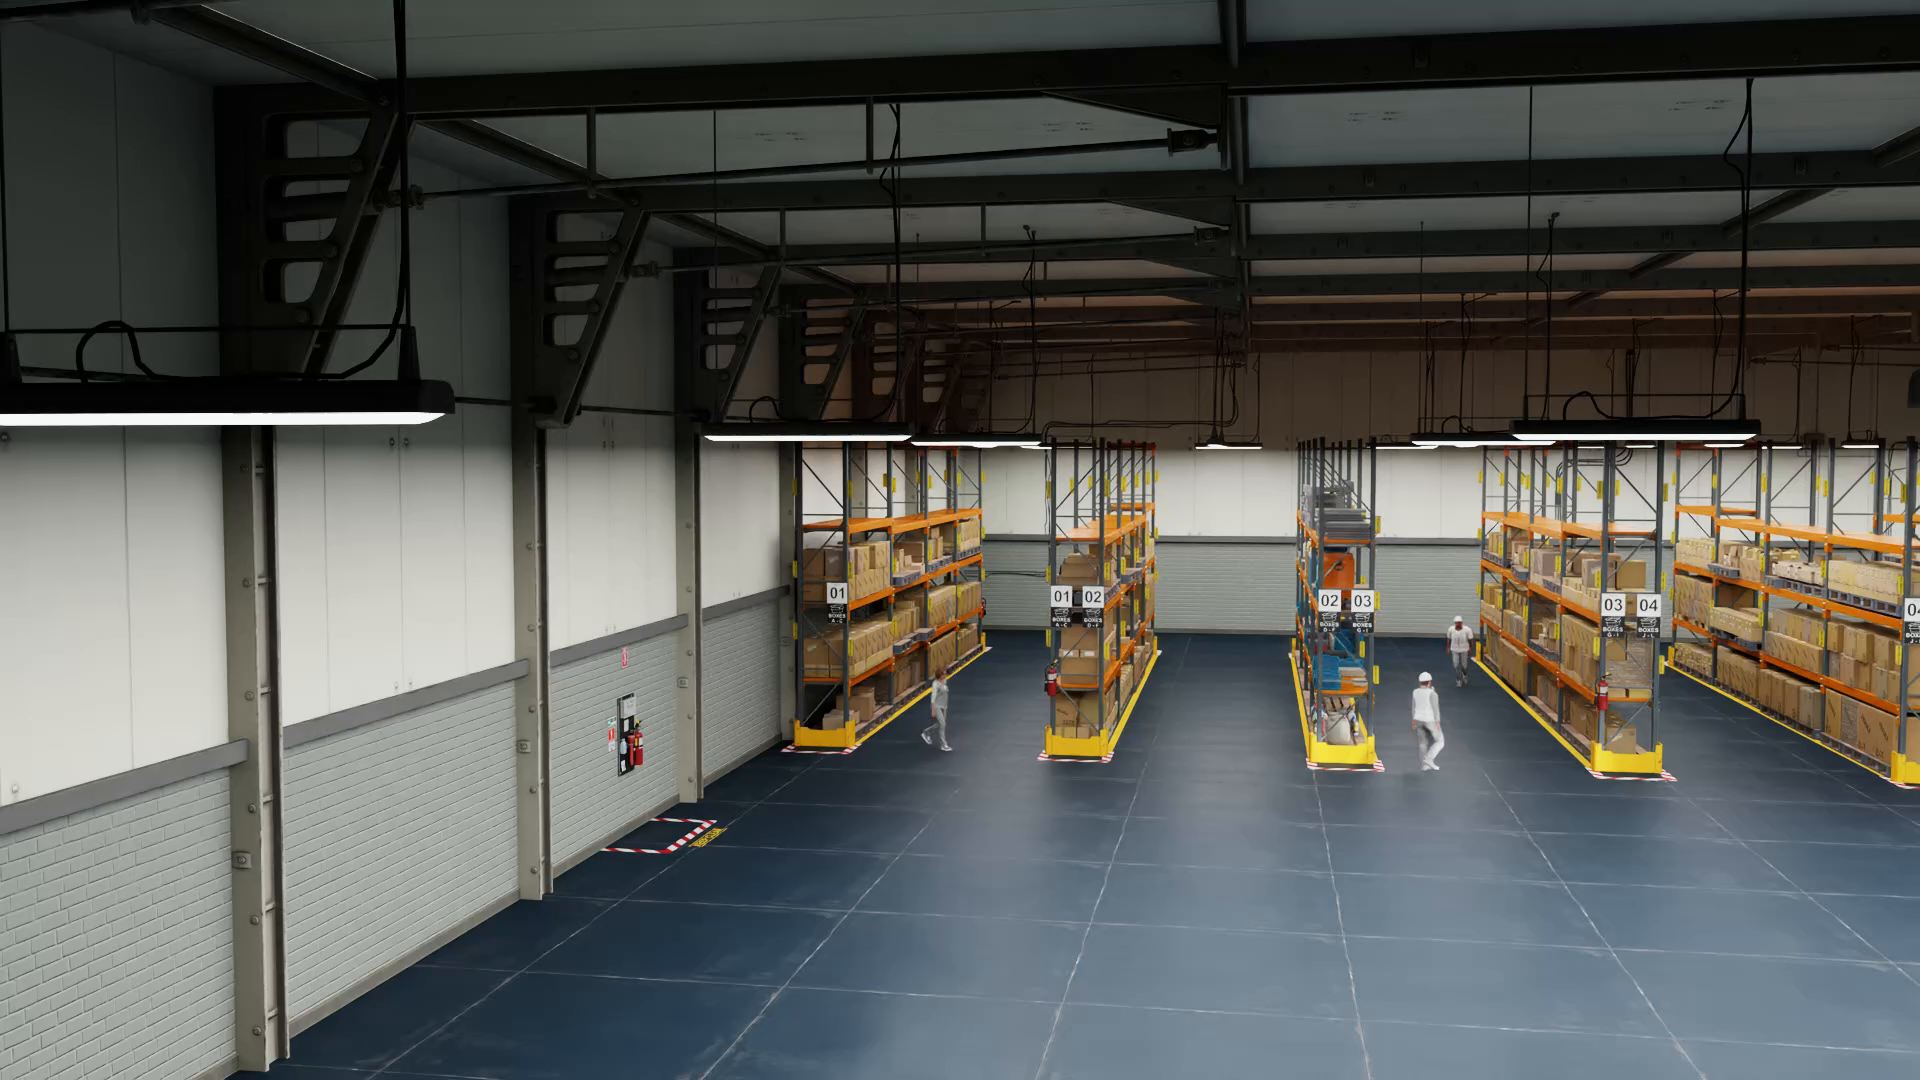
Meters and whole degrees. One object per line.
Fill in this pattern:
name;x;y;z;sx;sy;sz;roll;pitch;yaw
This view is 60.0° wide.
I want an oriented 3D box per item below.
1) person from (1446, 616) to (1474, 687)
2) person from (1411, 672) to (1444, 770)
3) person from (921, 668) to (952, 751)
person;12.241;2.705;40.696;0.636;1.739;0.678;1;3;24
person;8.380;3.264;29.880;0.495;1.767;0.645;-3;4;-41
person;-0.419;3.231;32.027;0.799;1.562;0.460;2;4;33
